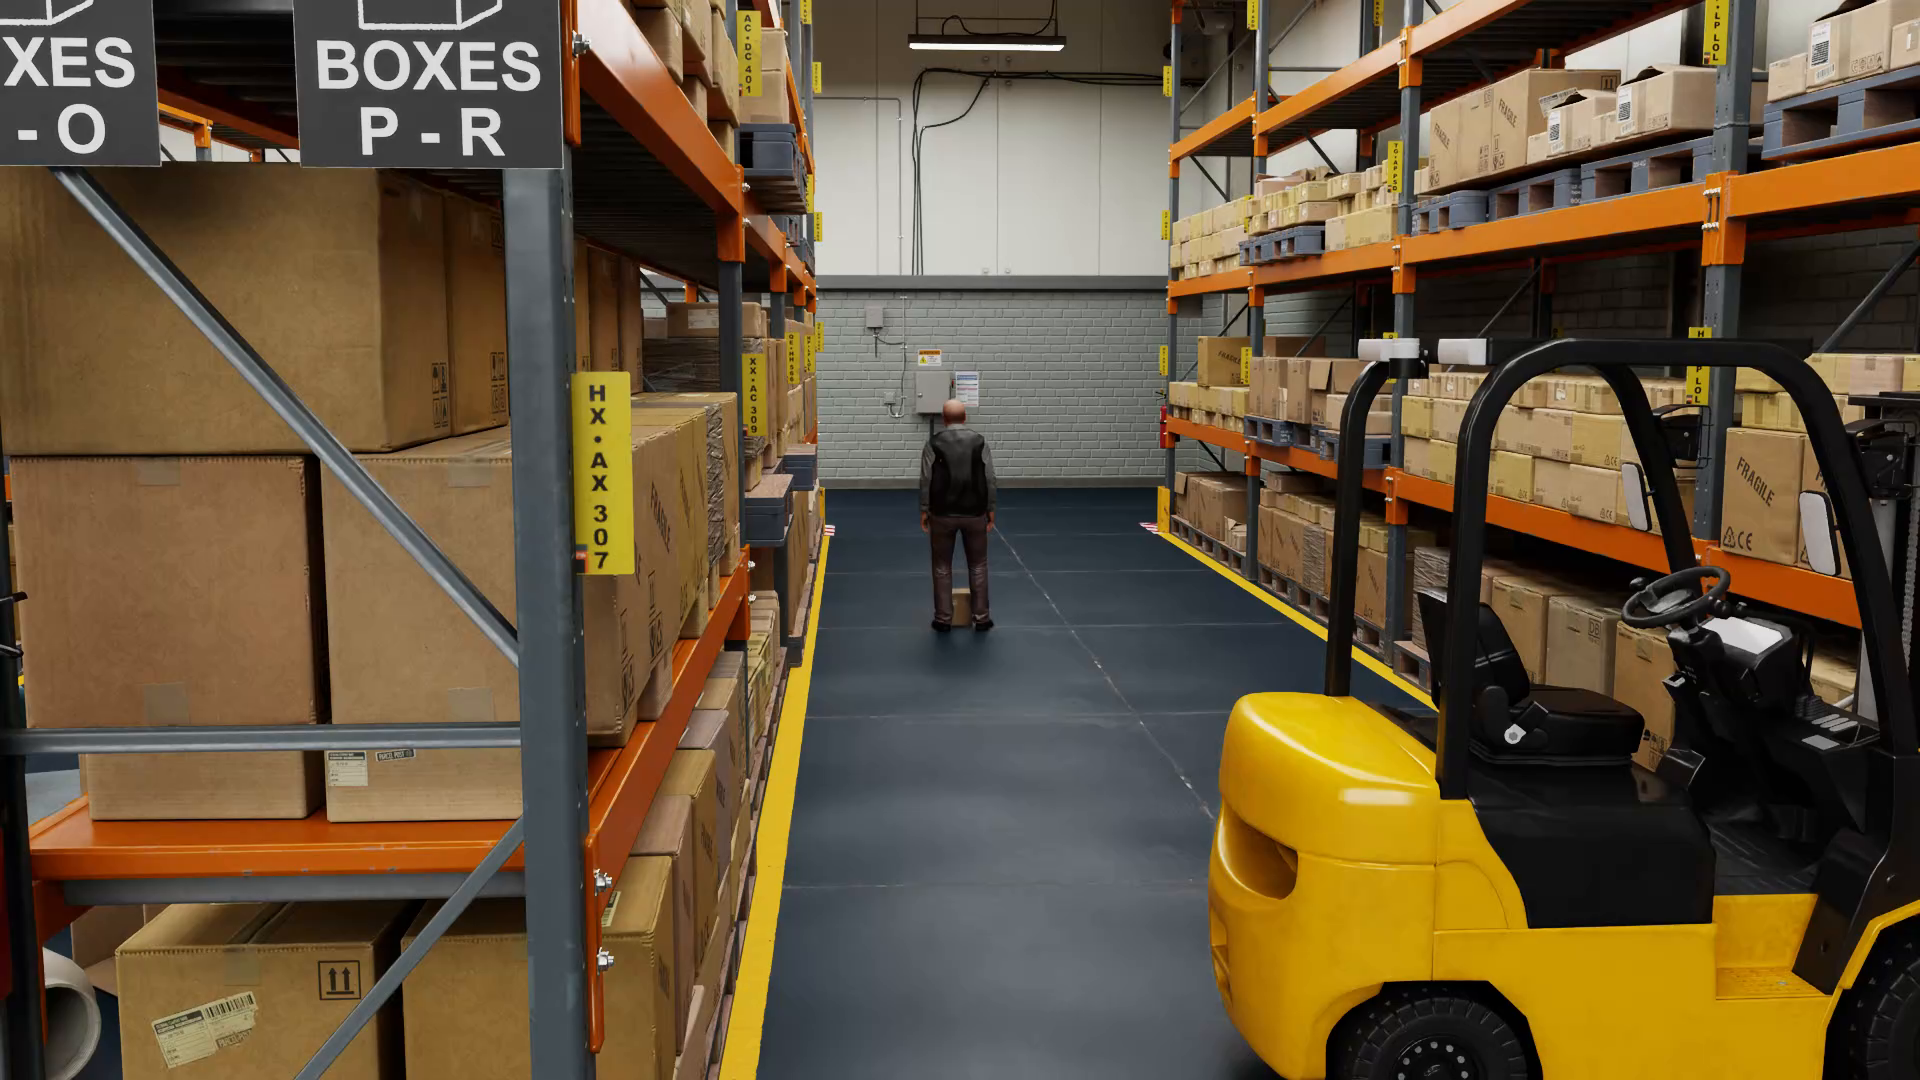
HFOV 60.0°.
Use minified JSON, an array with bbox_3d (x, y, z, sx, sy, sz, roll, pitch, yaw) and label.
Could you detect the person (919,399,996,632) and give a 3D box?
[{"bbox_3d":[-0.017,-0.181,12.367,0.581,1.719,0.421,-1,7,-7],"label":"person"}]
